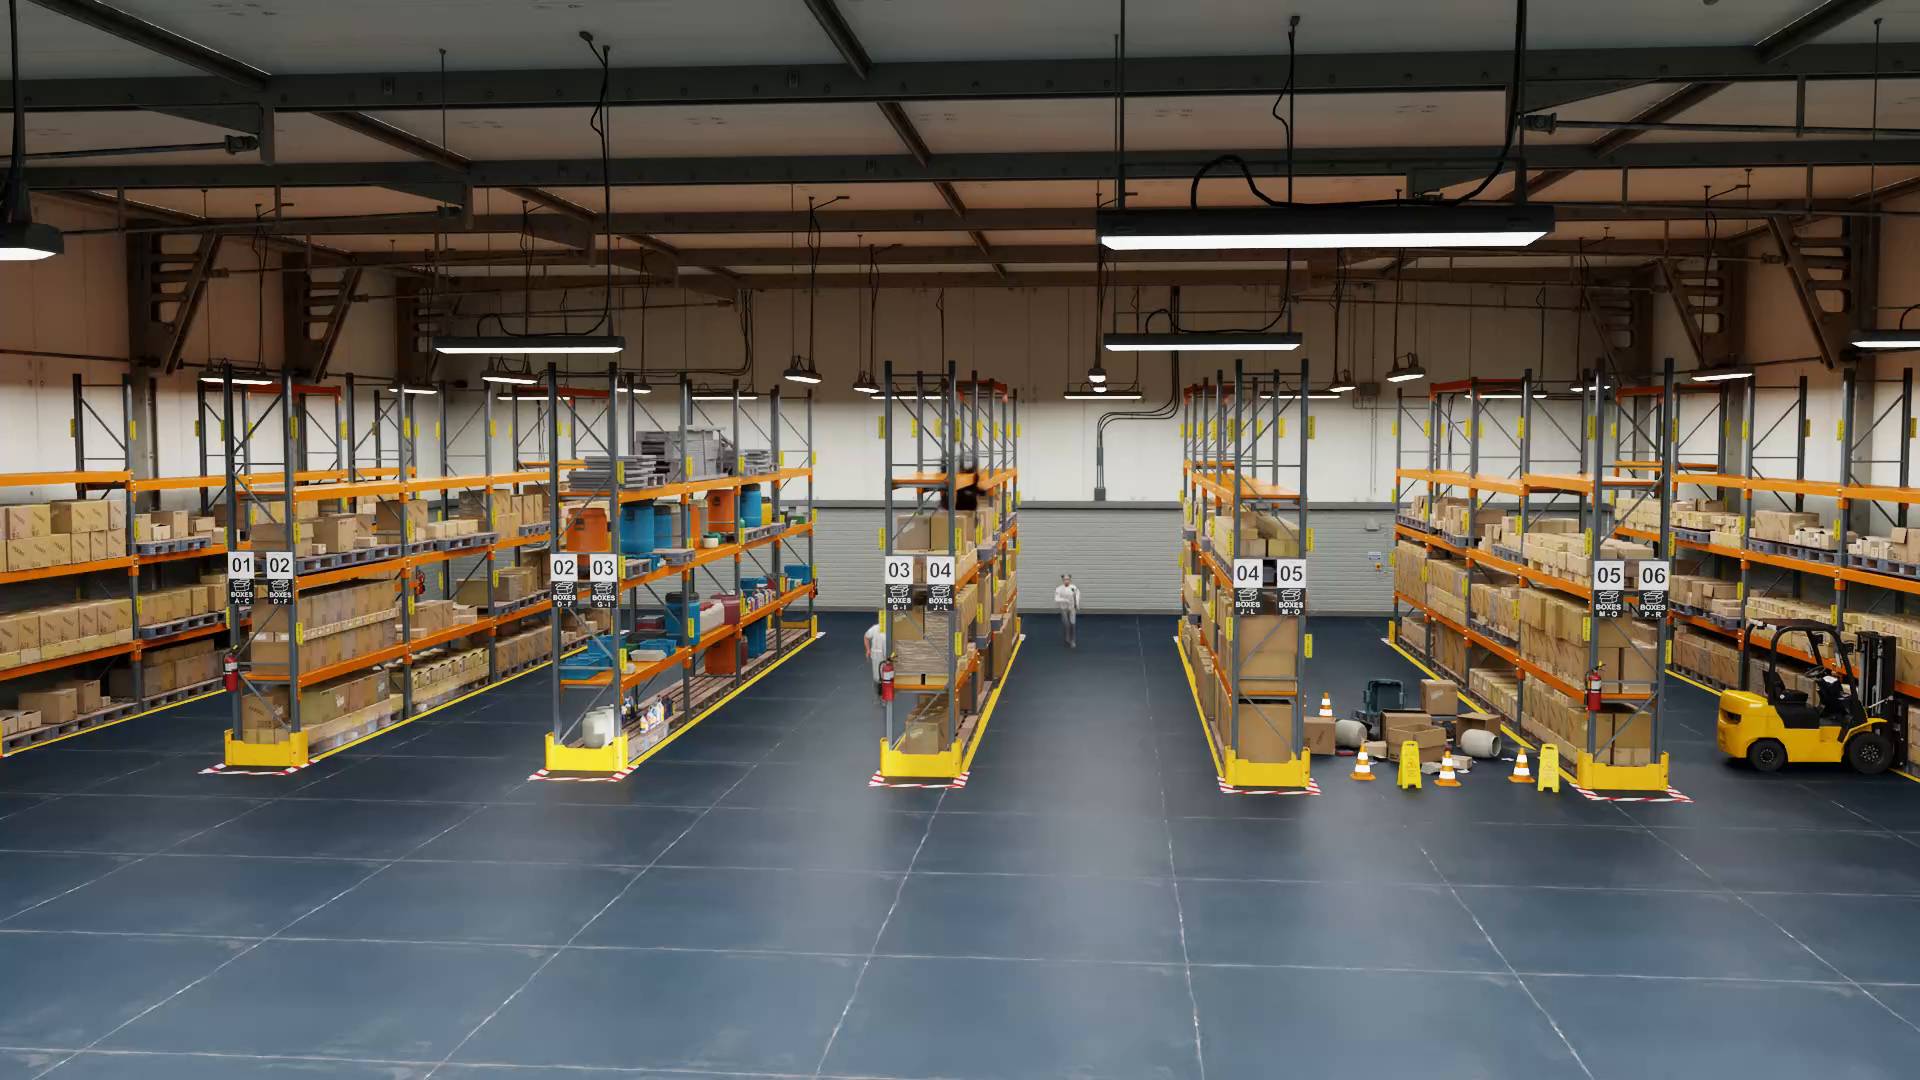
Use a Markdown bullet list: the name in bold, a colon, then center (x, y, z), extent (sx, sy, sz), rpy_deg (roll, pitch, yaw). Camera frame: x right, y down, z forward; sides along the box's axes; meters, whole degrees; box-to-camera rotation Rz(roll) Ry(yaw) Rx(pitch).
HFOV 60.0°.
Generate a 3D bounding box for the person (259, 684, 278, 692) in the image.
- **person**: center (-11.884, 2.343, 28.550), extent (0.553, 1.563, 0.533), rpy_deg (0, 4, -5)

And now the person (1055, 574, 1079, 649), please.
- **person**: center (2.487, 1.625, 38.581), extent (0.550, 1.727, 0.817), rpy_deg (0, 4, 5)

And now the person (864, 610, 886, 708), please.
- **person**: center (-1.386, 2.149, 29.991), extent (0.652, 1.773, 0.653), rpy_deg (0, 4, -7)
